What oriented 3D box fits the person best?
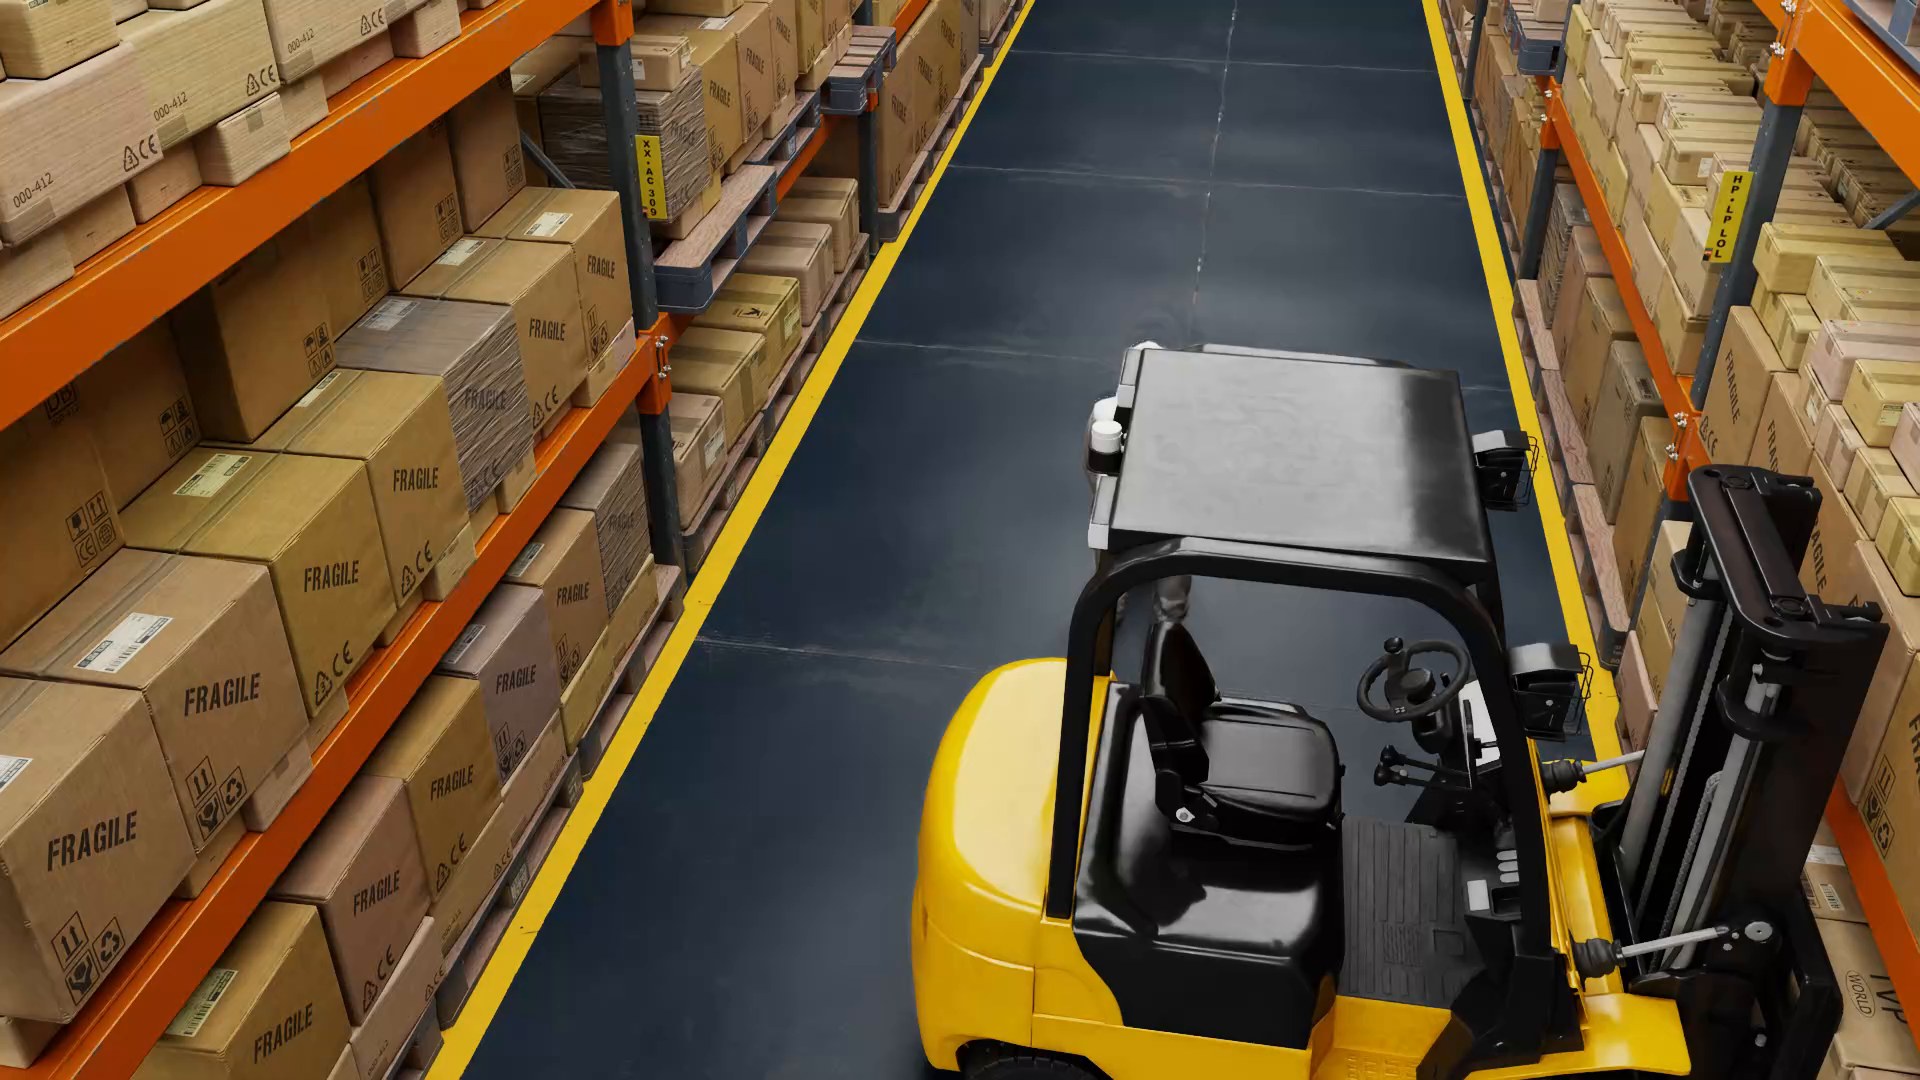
[{"bbox_3d":[0.775,-0.204,7.086,0.551,1.085,0.870,5,33,8],"label":"person"}]
